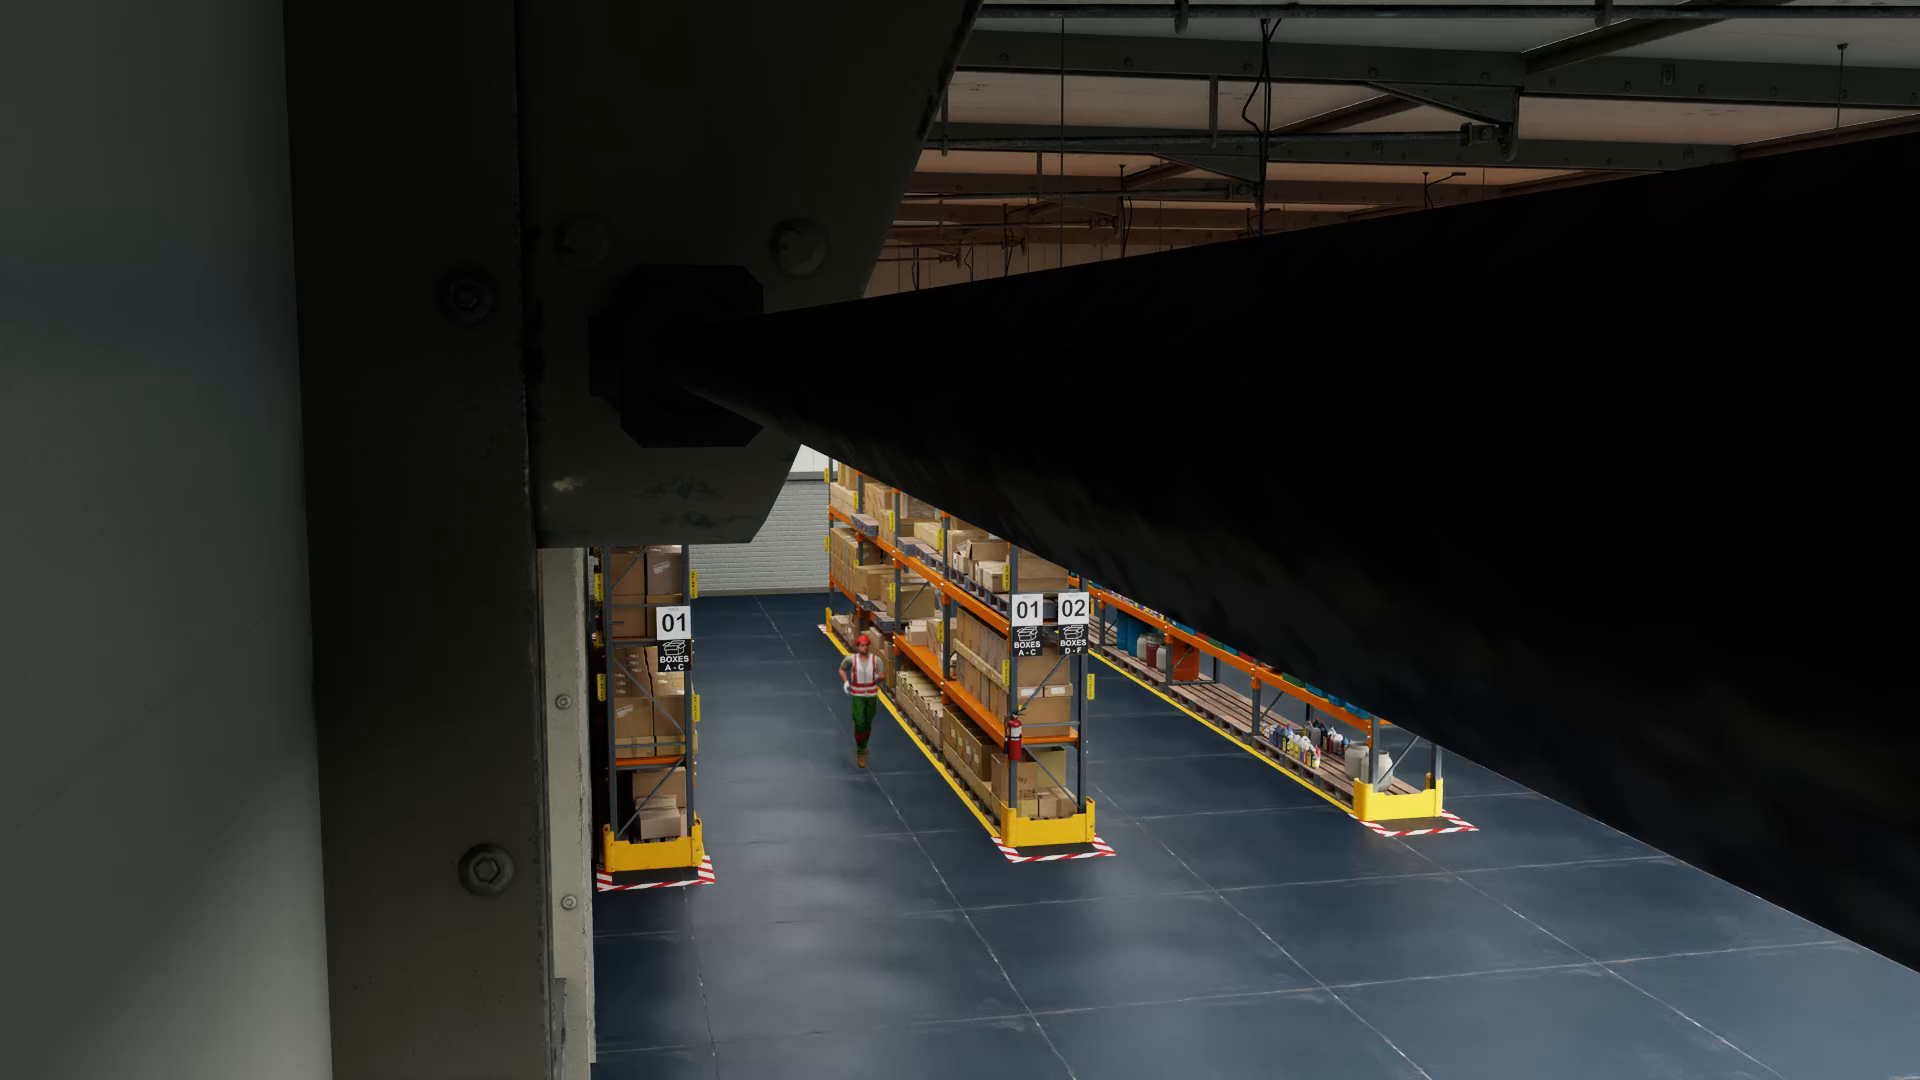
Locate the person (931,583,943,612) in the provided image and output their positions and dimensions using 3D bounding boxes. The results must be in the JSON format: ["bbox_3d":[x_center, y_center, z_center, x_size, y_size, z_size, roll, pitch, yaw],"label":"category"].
[{"bbox_3d":[-0.461,1.131,36.587,0.692,1.716,0.583,-5,8,-35],"label":"person"}]

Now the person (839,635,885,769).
[{"bbox_3d":[-1.393,2.329,24.161,0.631,1.900,0.716,-2,7,-15],"label":"person"}]
